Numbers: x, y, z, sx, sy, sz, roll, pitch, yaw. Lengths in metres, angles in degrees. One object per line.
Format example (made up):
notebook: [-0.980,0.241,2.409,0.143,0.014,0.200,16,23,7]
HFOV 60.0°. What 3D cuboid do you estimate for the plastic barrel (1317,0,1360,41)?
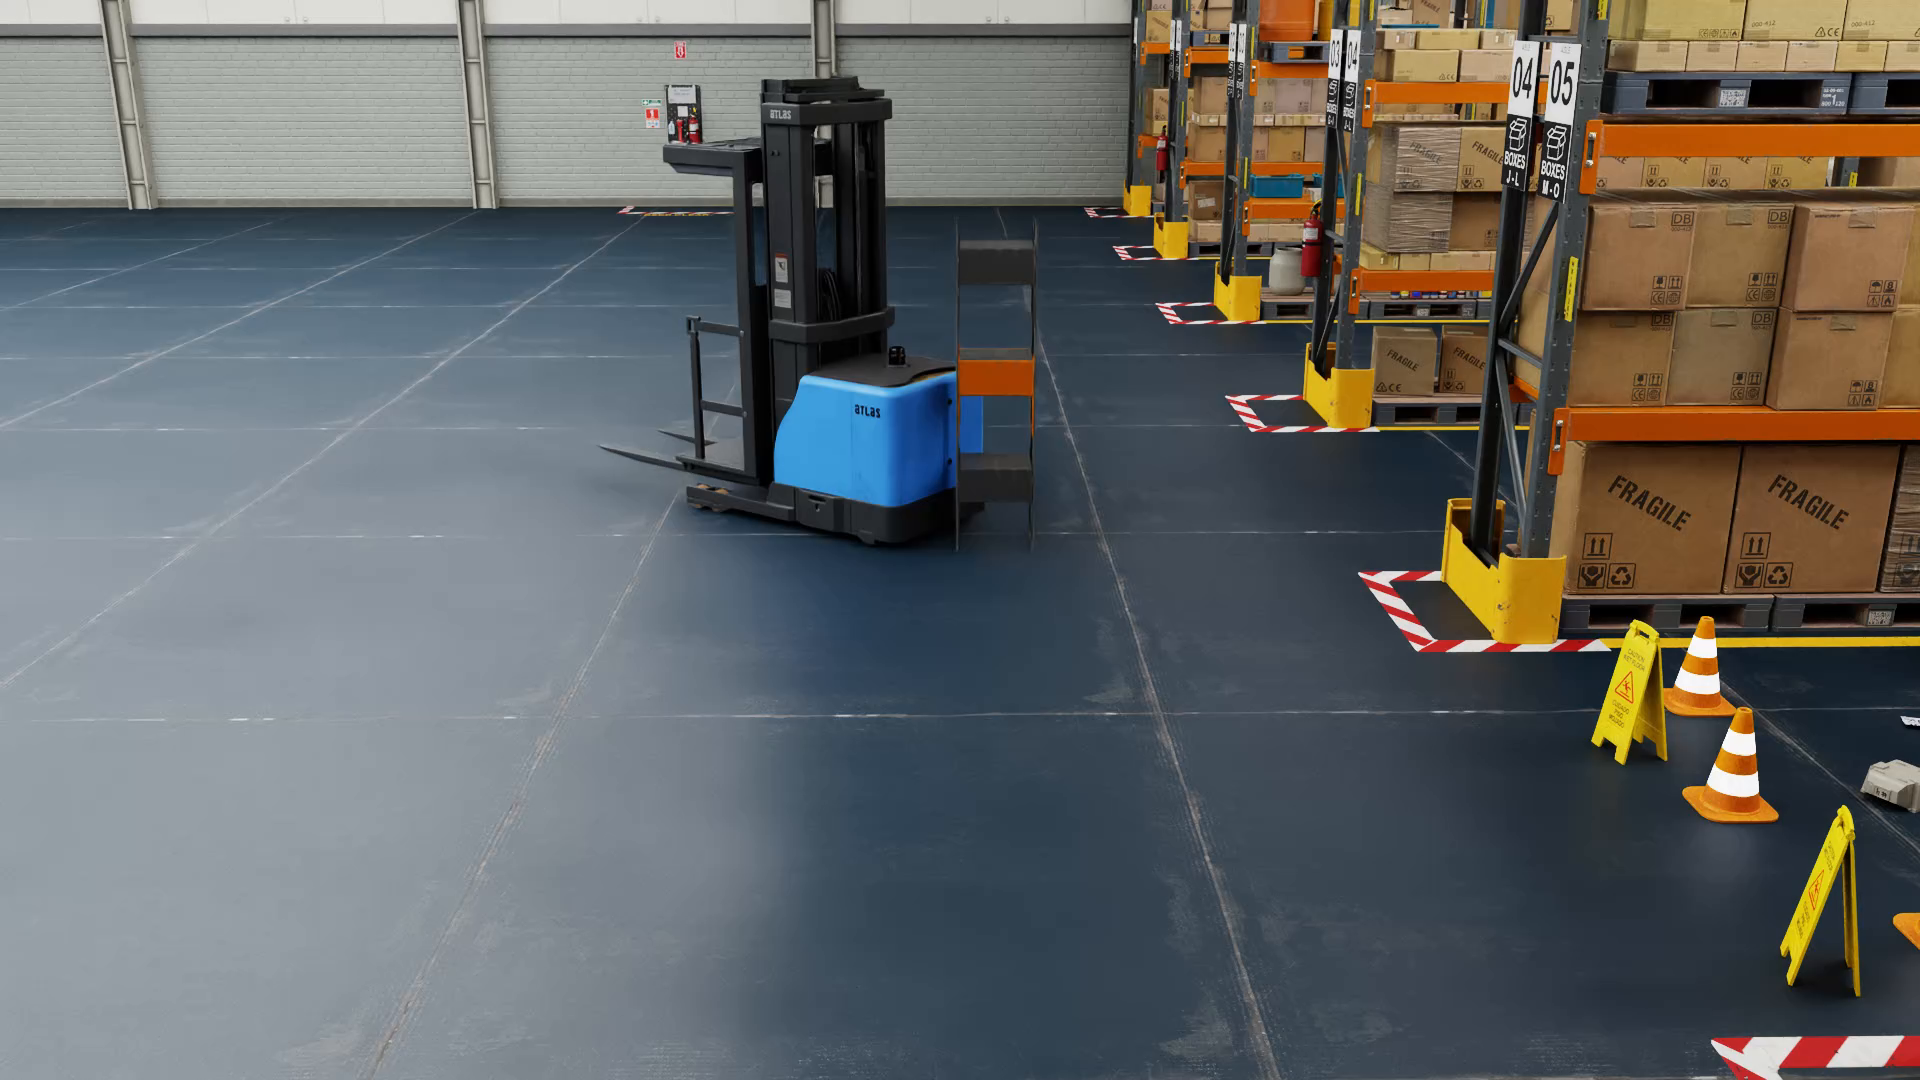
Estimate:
plastic barrel: [4.263,-5.818,18.366,0.600,0.588,0.600,0,18,0]

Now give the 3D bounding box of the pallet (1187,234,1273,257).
pallet: [3.815,-4.257,23.973,1.213,0.211,1.003,0,18,-1]

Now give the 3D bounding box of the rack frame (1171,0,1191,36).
rack frame: [3.051,-8.425,22.579,0.127,3.000,1.000,0,18,-1]

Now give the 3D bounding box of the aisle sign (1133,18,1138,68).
aisle sign: [2.902,-8.227,27.528,0.004,0.787,0.394,0,18,-1]

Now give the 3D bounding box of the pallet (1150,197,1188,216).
pallet: [3.858,-5.747,28.617,1.213,0.211,1.003,0,18,-1]

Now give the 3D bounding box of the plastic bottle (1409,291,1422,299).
plastic bottle: [5.170,-2.881,18.844,0.133,0.283,0.061,0,18,0]

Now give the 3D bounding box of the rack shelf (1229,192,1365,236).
rack shelf: [5.125,-3.723,18.919,4.000,0.370,1.077,0,18,-1]

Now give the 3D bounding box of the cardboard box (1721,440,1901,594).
cardboard box: [4.738,-0.244,9.689,0.875,0.875,0.875,-1,18,-2]

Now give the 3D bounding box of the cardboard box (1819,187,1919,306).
cardboard box: [5.191,-1.637,9.228,0.500,0.550,0.875,0,18,-1]

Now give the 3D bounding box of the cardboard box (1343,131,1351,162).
cardboard box: [5.578,-5.626,23.510,0.500,0.500,0.700,0,18,0]

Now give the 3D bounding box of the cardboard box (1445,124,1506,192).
cardboard box: [4.258,-3.128,13.600,0.500,0.500,0.500,0,18,-1]

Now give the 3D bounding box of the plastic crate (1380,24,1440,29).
plastic crate: [5.027,-5.577,18.639,0.575,0.384,0.392,0,18,-1]

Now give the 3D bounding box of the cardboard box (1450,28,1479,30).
cardboard box: [4.261,-4.195,13.896,0.250,0.149,0.380,0,18,-1]

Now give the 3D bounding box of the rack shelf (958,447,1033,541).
rack shelf: [0.228,-0.304,10.895,0.480,0.518,0.431,0,18,0]

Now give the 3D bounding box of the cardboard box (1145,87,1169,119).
cardboard box: [3.437,-7.444,28.327,0.500,0.500,0.500,0,18,-1]

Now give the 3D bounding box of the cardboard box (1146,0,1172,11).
cardboard box: [3.358,-8.971,27.357,0.500,0.500,0.500,-2,18,-5]

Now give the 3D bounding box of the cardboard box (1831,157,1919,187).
cardboard box: [8.000,-3.009,13.847,1.000,1.000,1.000,0,18,0]

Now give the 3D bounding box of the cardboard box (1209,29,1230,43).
cardboard box: [4.364,-8.487,27.488,0.500,0.500,0.500,1,18,2]

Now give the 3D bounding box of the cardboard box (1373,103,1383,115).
cardboard box: [5.601,-6.244,23.314,0.500,0.500,0.700,0,18,-1]

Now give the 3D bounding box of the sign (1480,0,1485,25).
sign: [7.061,-7.130,22.478,0.005,0.325,0.100,0,18,-1]

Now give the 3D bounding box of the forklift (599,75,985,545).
forklift: [-1.313,-1.700,11.547,3.031,2.935,1.130,13,22,35]

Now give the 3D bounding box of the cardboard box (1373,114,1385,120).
cardboard box: [5.765,-5.873,23.220,0.250,0.149,0.380,0,18,-1]

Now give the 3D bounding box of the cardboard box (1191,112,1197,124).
cardboard box: [3.430,-5.985,23.568,0.250,0.149,0.380,-1,18,-2]

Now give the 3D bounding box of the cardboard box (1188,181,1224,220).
cardboard box: [3.582,-4.910,24.028,0.500,0.500,0.500,0,18,-1]

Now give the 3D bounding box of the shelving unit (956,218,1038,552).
shelving unit: [0.228,-0.984,10.677,0.503,2.100,0.431,0,18,0]

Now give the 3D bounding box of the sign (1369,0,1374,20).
sign: [3.212,-4.222,12.955,0.005,0.325,0.100,0,18,-1]

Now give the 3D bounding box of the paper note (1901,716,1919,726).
paper note: [4.734,0.898,8.200,0.142,0.017,0.144,6,19,18]

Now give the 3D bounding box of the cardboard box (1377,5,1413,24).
cardboard box: [6.003,-7.316,23.261,0.500,0.311,0.500,-1,18,-4]

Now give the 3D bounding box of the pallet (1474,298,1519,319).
pallet: [6.453,-2.757,19.295,1.213,0.211,1.003,0,18,-1]

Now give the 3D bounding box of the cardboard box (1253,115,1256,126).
cardboard box: [3.960,-5.864,23.191,0.250,0.149,0.380,0,18,-1]

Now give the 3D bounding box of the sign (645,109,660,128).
sign: [-5.370,-7.366,29.039,0.234,0.329,0.001,0,18,-1]

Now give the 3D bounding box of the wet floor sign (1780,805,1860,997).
wet floor sign: [3.153,1.279,6.004,0.232,0.644,0.267,6,19,18]

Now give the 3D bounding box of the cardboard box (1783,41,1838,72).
cardboard box: [4.287,-2.491,8.553,0.250,0.149,0.380,0,18,0]

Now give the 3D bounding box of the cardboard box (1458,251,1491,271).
cardboard box: [4.242,-2.351,13.878,0.250,0.149,0.380,0,18,-1]

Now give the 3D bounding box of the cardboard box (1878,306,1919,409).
cardboard box: [5.192,-1.103,9.331,0.500,0.550,0.875,0,18,-1]

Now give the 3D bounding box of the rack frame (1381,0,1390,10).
rack frame: [6.969,-9.957,27.356,0.127,3.000,1.000,0,18,-1]

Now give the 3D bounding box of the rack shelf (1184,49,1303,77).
rack shelf: [5.051,-6.664,23.177,4.000,0.370,1.077,0,18,-1]

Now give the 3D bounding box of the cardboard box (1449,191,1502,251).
cardboard box: [4.252,-2.765,14.107,0.500,0.500,0.875,0,18,-1]

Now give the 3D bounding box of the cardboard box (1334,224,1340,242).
cardboard box: [5.090,-4.400,23.669,0.500,0.250,0.500,0,18,-1]

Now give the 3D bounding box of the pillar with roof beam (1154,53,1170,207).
pillar with roof beam: [3.723,-8.891,24.031,0.400,9.000,9.100,0,18,-1]

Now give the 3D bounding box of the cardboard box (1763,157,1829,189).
cardboard box: [6.757,-3.141,13.642,0.500,0.500,0.500,0,18,-1]

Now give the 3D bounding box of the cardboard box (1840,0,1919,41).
cardboard box: [4.680,-2.703,8.560,0.500,0.250,0.500,0,18,-1]

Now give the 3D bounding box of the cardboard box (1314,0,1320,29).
cardboard box: [4.716,-7.235,22.701,0.500,0.500,0.500,0,18,-1]

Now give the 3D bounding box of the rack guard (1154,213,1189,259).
rack guard: [3.027,-4.378,23.877,0.348,0.500,1.175,0,18,-1]

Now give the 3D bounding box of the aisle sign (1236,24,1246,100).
aisle sign: [3.058,-5.204,18.102,0.004,0.787,0.394,0,18,-1]

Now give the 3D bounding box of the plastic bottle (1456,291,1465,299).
plastic bottle: [5.690,-2.850,18.881,0.097,0.201,0.097,0,18,0]

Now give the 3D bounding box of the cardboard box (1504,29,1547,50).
cardboard box: [4.510,-4.010,13.320,0.250,0.149,0.380,0,18,-1]

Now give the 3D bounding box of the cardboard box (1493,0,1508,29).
cardboard box: [4.749,-4.483,13.733,0.500,0.500,0.500,0,18,-1]
